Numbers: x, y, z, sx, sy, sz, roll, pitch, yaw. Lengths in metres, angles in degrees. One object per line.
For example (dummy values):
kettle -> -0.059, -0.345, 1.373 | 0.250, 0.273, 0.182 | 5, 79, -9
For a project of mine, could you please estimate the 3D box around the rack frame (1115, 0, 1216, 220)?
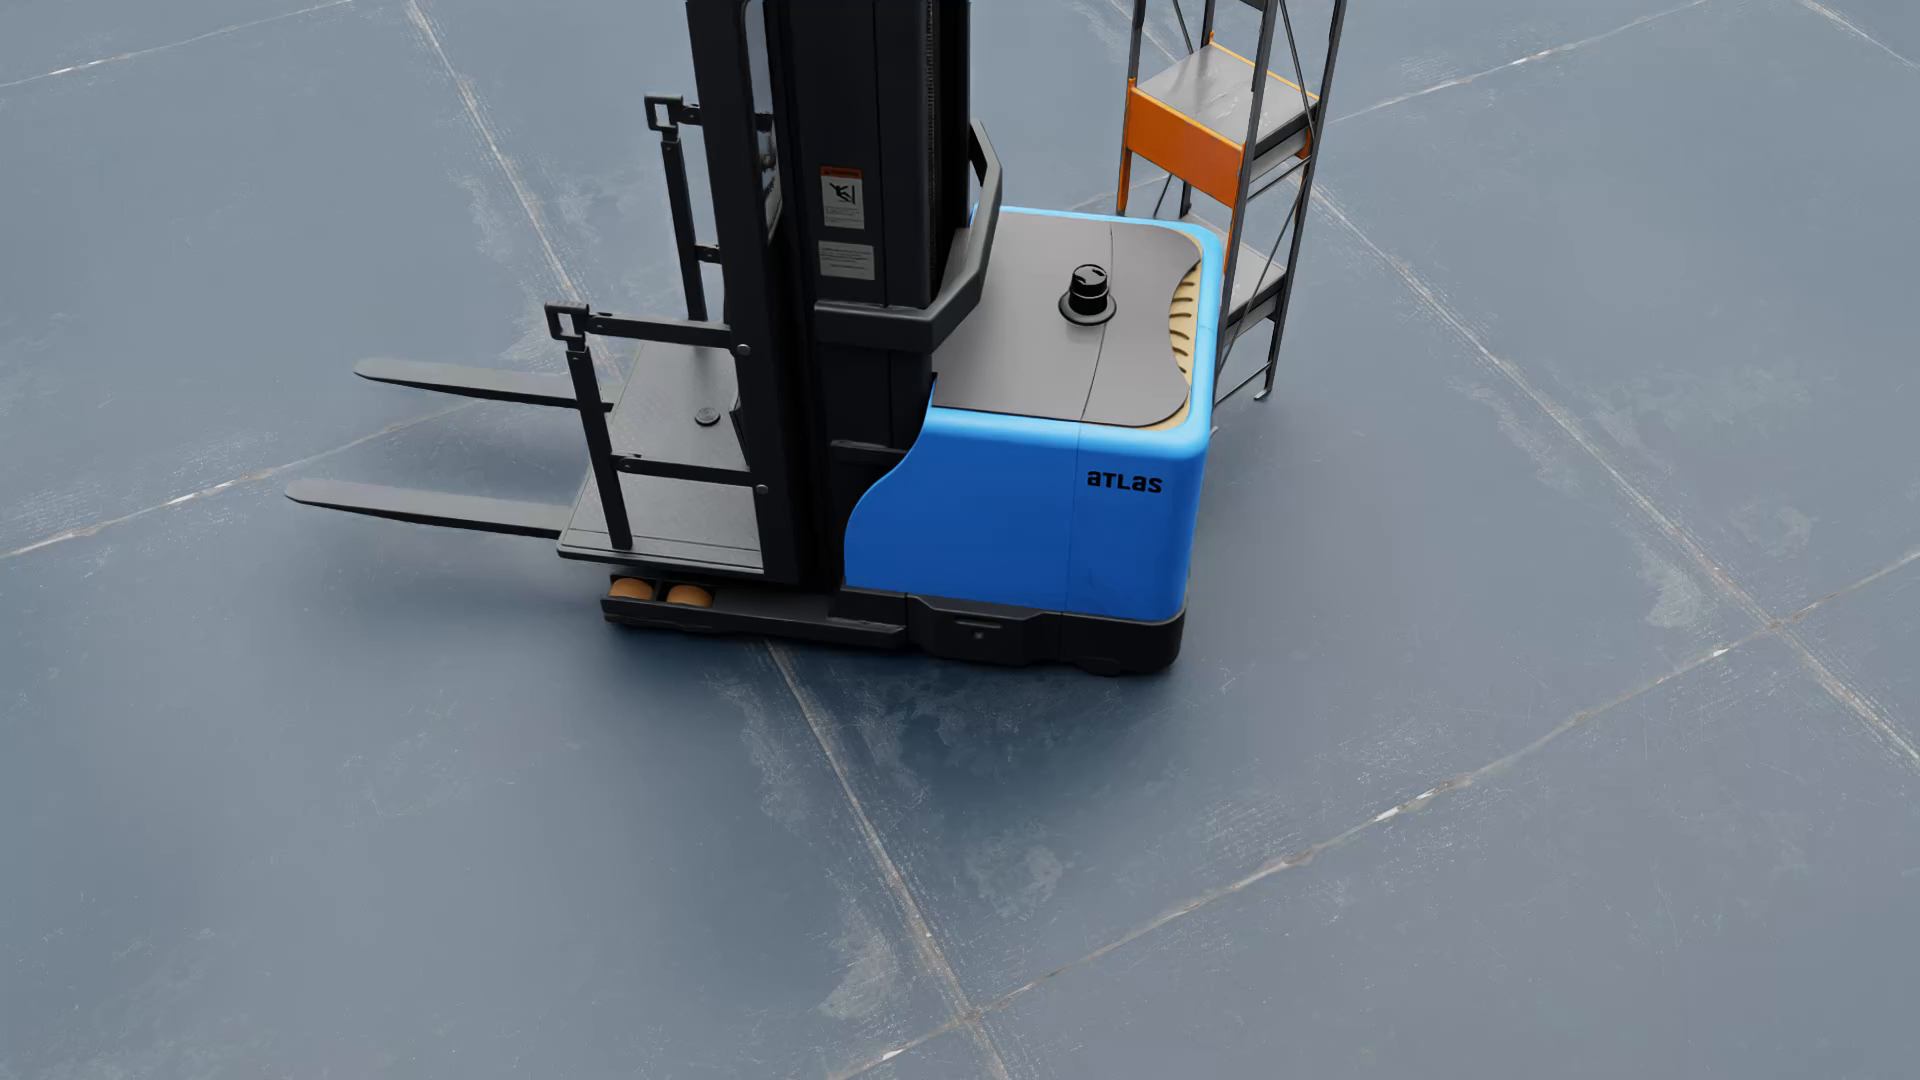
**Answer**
rack frame -> 0.685, -1.422, 5.598 | 0.400, 2.100, 0.015 | -36, 58, -27

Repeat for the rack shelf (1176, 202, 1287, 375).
rack shelf -> 0.854, -0.820, 6.020 | 0.431, 0.518, 0.480 | -36, 58, -27

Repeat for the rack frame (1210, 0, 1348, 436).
rack frame -> 1.024, -1.157, 5.367 | 0.400, 2.100, 0.015 | -36, 58, -27

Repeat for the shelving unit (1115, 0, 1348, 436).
shelving unit -> 0.854, -1.289, 5.483 | 0.431, 2.100, 0.503 | -36, 58, -27

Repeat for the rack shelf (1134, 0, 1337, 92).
rack shelf -> 0.854, -1.741, 4.966 | 0.431, 0.518, 0.480 | -36, 58, -27

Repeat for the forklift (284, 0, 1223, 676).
forklift -> -0.729, -1.048, 4.719 | 3.031, 2.935, 1.130 | 6, 49, 6

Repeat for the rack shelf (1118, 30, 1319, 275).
rack shelf -> 0.854, -1.280, 5.493 | 0.431, 0.518, 0.480 | -36, 58, -27
